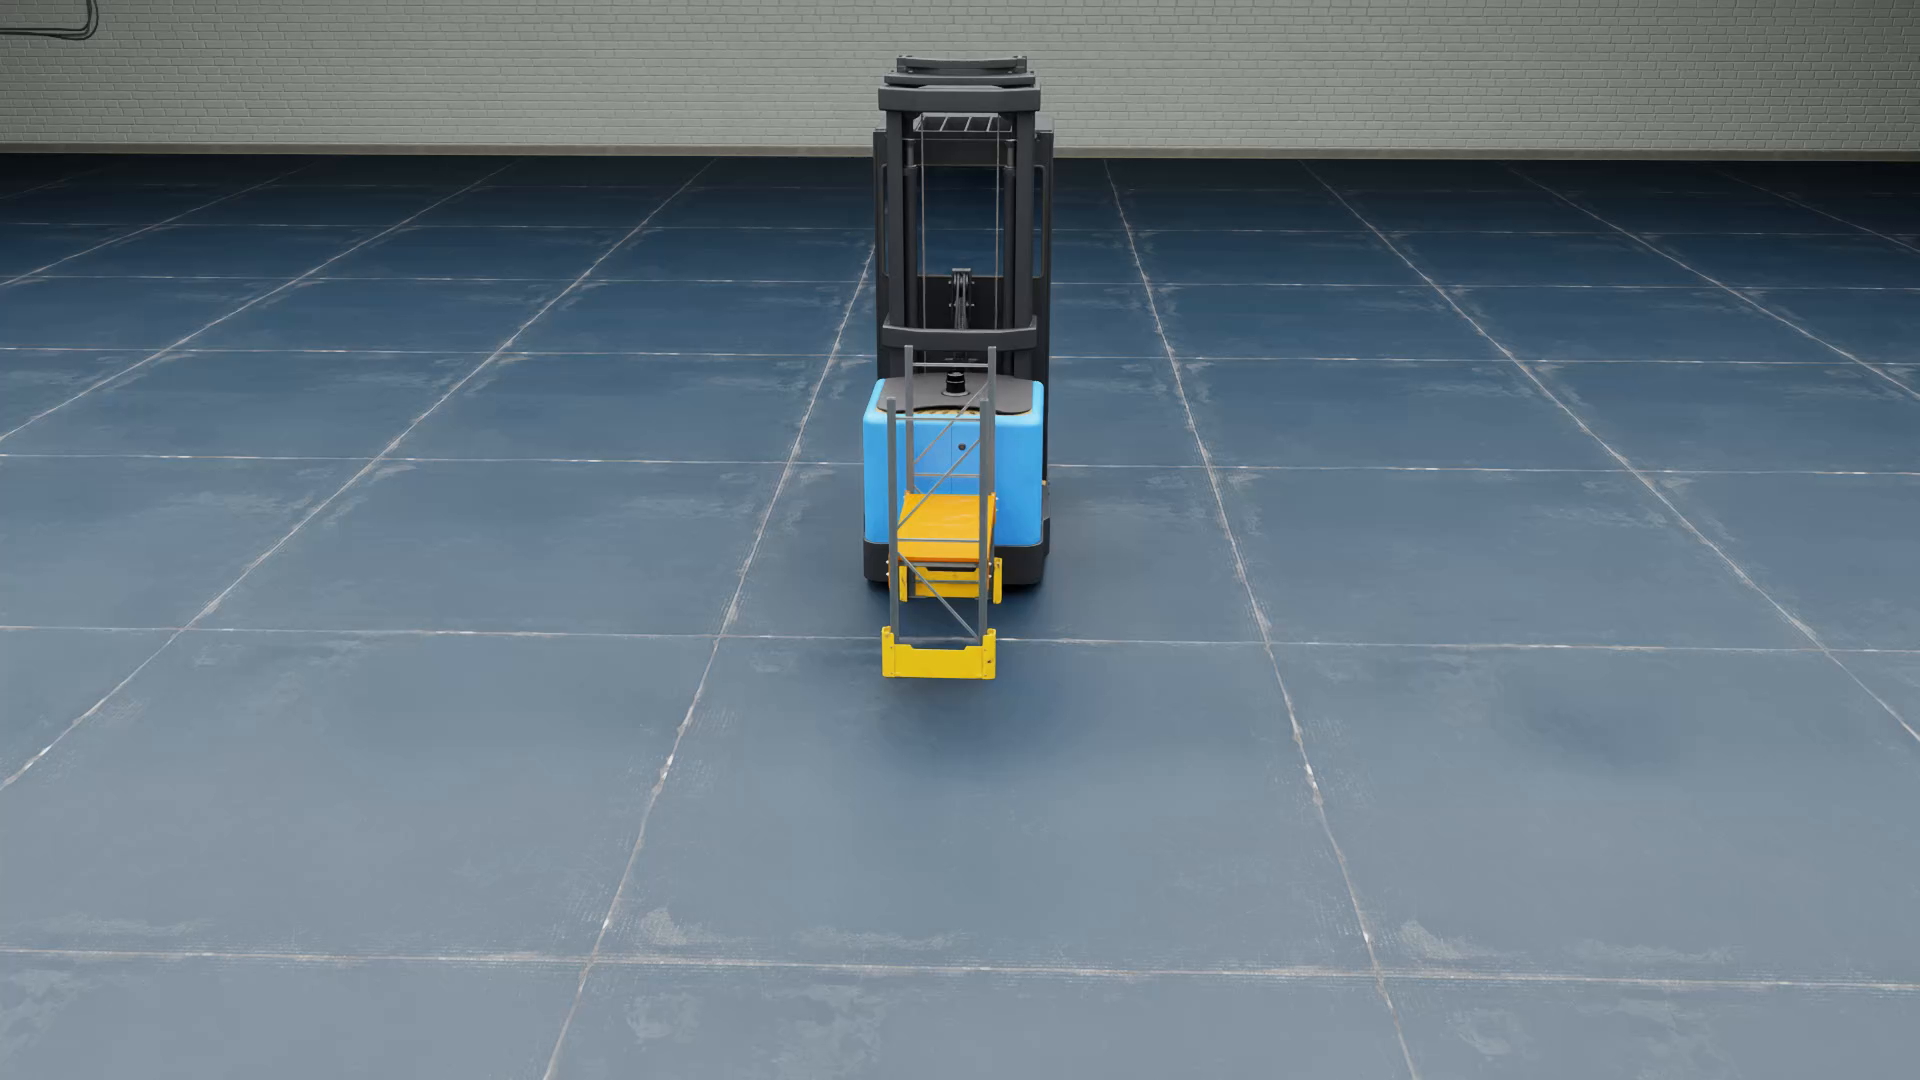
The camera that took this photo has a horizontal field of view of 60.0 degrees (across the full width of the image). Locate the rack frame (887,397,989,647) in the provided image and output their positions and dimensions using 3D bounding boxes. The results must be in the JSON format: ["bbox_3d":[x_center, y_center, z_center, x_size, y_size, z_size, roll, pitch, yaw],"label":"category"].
[{"bbox_3d":[-0.110,0.006,8.440,0.500,1.500,0.032,1,21,3],"label":"rack frame"}]

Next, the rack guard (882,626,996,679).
[{"bbox_3d":[-0.110,0.588,8.667,0.587,0.250,0.087,1,21,3],"label":"rack guard"}]

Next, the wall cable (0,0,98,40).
[{"bbox_3d":[-14.763,-8.861,25.219,3.097,2.526,0.112,1,21,2],"label":"wall cable"}]

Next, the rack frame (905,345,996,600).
[{"bbox_3d":[-0.053,-0.361,9.386,0.500,1.500,0.032,1,21,3],"label":"rack frame"}]

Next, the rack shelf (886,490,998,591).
[{"bbox_3d":[-0.082,-0.010,8.978,0.538,0.185,1.000,1,21,3],"label":"rack shelf"}]

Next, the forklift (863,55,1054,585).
[{"bbox_3d":[0.034,-1.594,10.586,1.130,2.935,3.031,1,21,3],"label":"forklift"}]

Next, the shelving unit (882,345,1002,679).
[{"bbox_3d":[-0.082,-0.174,8.905,0.587,1.500,1.083,1,21,3],"label":"shelving unit"}]

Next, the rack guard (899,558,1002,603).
[{"bbox_3d":[-0.054,0.229,9.594,0.587,0.250,0.087,1,21,3],"label":"rack guard"}]
